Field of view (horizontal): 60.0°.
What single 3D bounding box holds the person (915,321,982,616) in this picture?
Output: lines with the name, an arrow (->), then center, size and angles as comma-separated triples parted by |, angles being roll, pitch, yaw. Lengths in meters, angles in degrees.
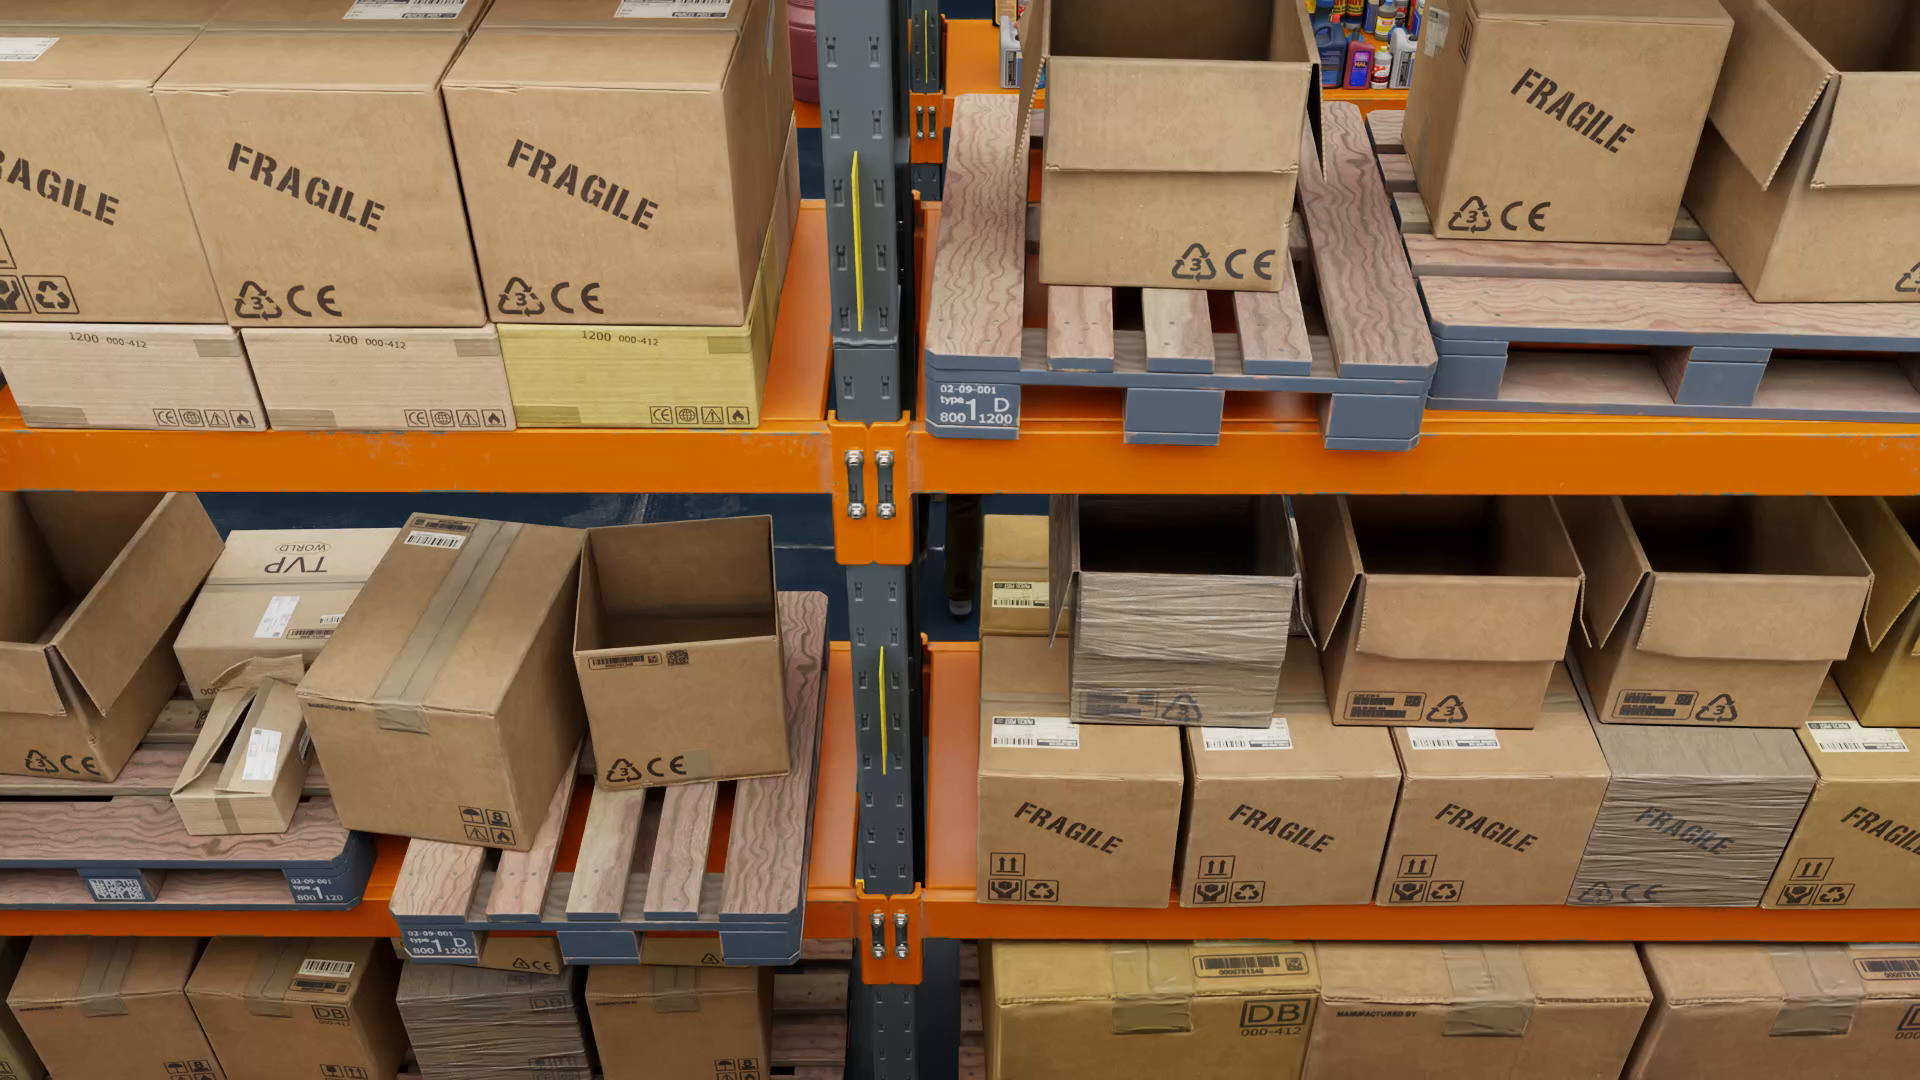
person -> -0.059, -0.494, 6.909 | 0.614, 1.576, 0.742 | -5, 39, -6
